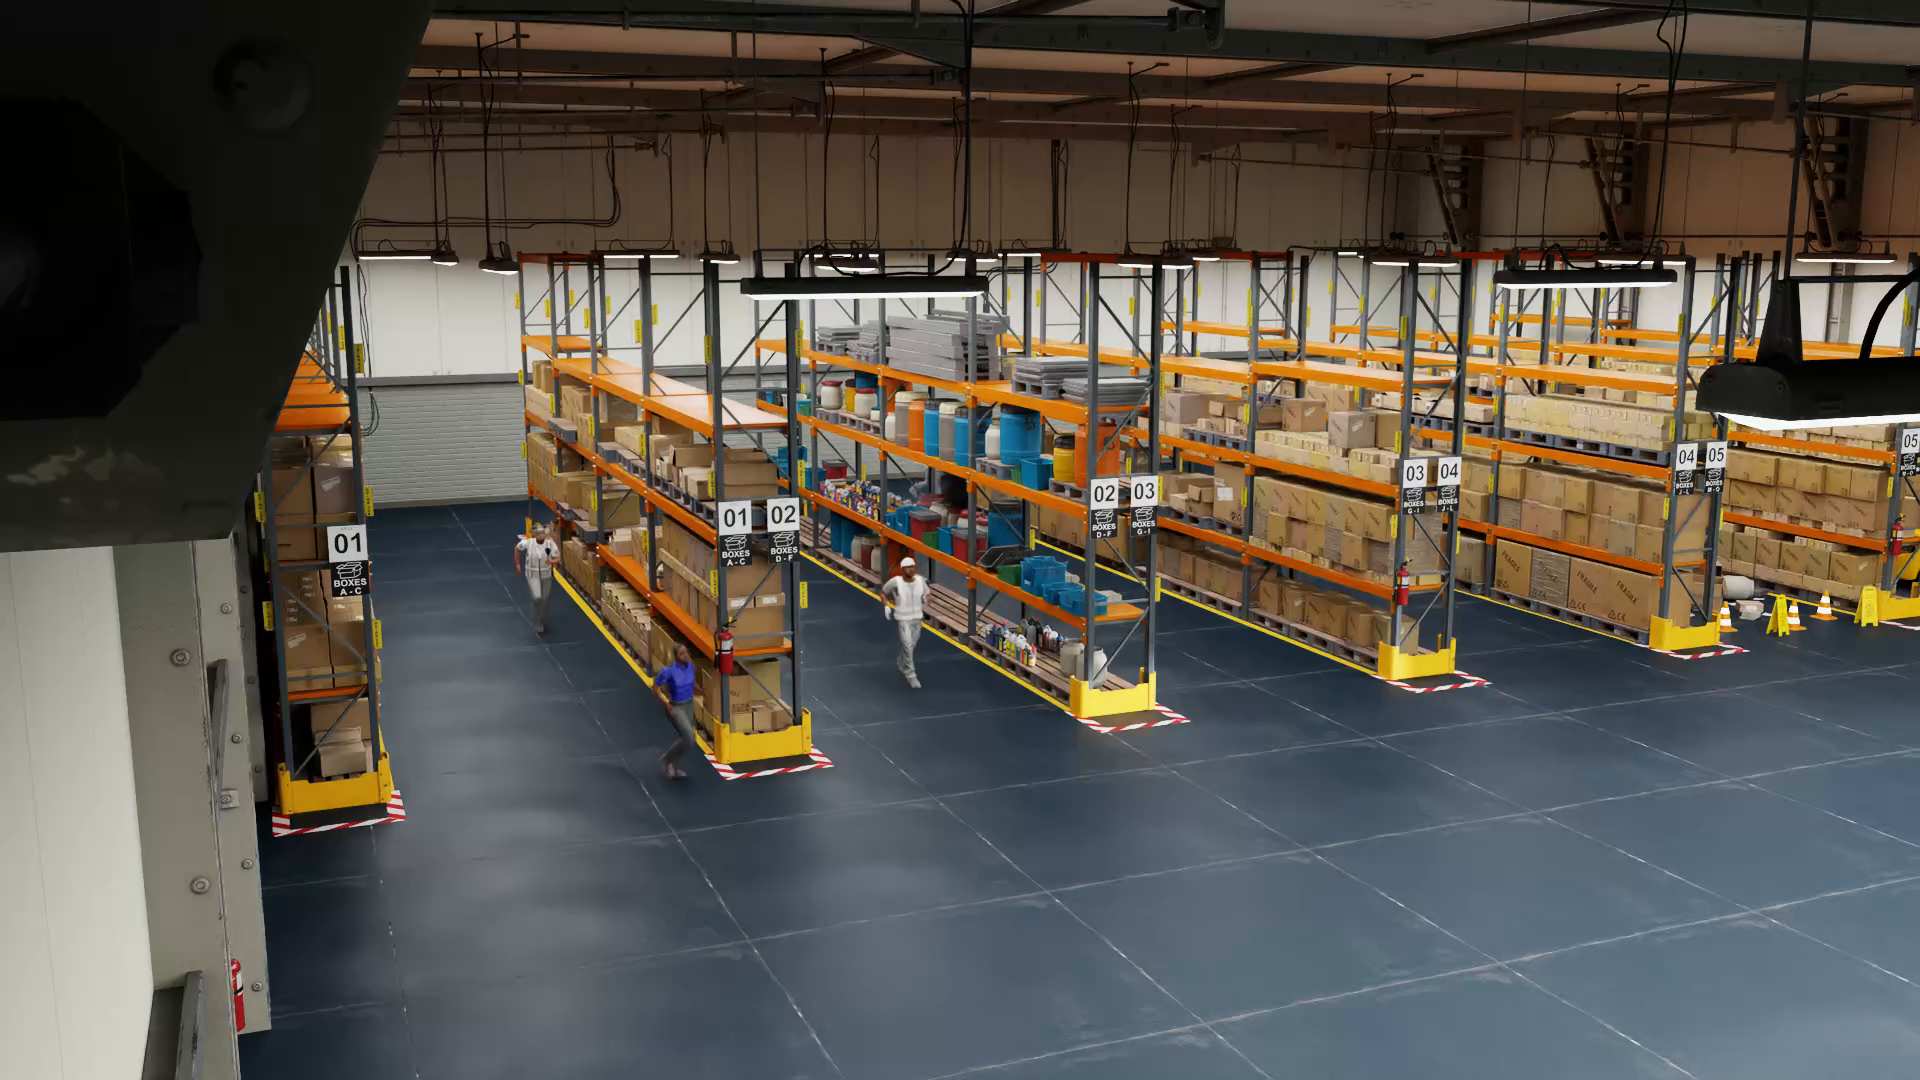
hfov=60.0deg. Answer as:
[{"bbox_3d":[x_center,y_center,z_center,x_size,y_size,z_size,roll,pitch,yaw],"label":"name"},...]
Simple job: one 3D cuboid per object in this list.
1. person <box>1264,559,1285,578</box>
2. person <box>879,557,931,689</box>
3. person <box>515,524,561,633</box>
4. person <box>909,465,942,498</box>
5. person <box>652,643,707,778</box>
[{"bbox_3d":[5.927,-0.172,31.118,0.654,1.730,0.863,-4,11,-21],"label":"person"},{"bbox_3d":[-0.730,1.134,23.685,0.680,1.795,0.932,-6,12,-29],"label":"person"},{"bbox_3d":[-6.805,0.603,26.892,0.690,1.797,0.847,-4,11,-21],"label":"person"},{"bbox_3d":[-0.761,-1.738,40.006,0.948,1.702,0.610,-1,10,-5],"label":"person"},{"bbox_3d":[-3.238,2.014,19.535,0.591,1.610,0.559,7,12,33],"label":"person"}]
